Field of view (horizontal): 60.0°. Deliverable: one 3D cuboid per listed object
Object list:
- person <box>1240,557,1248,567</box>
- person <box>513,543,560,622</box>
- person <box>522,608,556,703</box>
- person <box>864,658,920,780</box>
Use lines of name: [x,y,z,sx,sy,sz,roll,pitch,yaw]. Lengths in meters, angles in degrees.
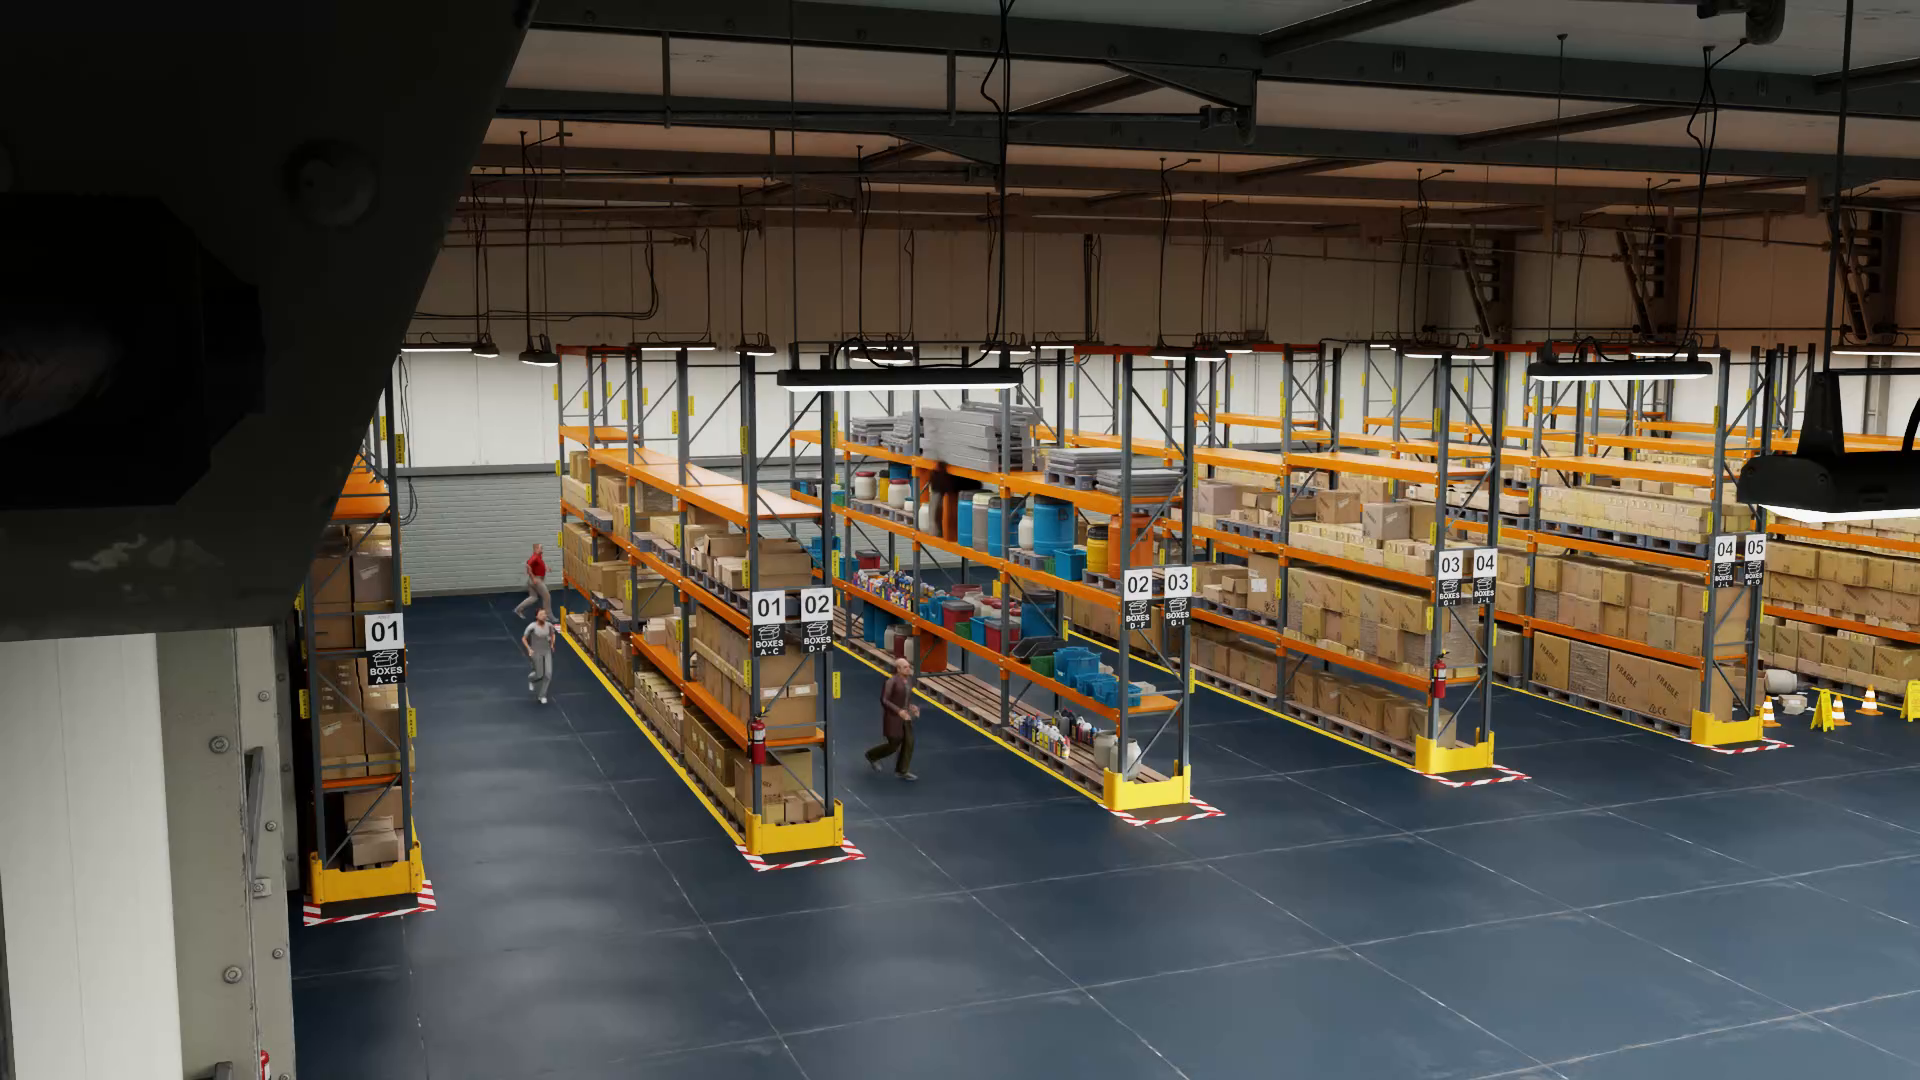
person: [7.303,0.252,41.349,0.730,1.709,0.649,2,8,16]
person: [-9.147,0.926,35.893,0.951,1.735,0.673,-3,8,-21]
person: [-7.183,1.940,28.408,0.578,1.625,0.616,-5,9,-35]
person: [-0.971,2.504,23.474,0.852,1.734,0.711,5,9,35]
